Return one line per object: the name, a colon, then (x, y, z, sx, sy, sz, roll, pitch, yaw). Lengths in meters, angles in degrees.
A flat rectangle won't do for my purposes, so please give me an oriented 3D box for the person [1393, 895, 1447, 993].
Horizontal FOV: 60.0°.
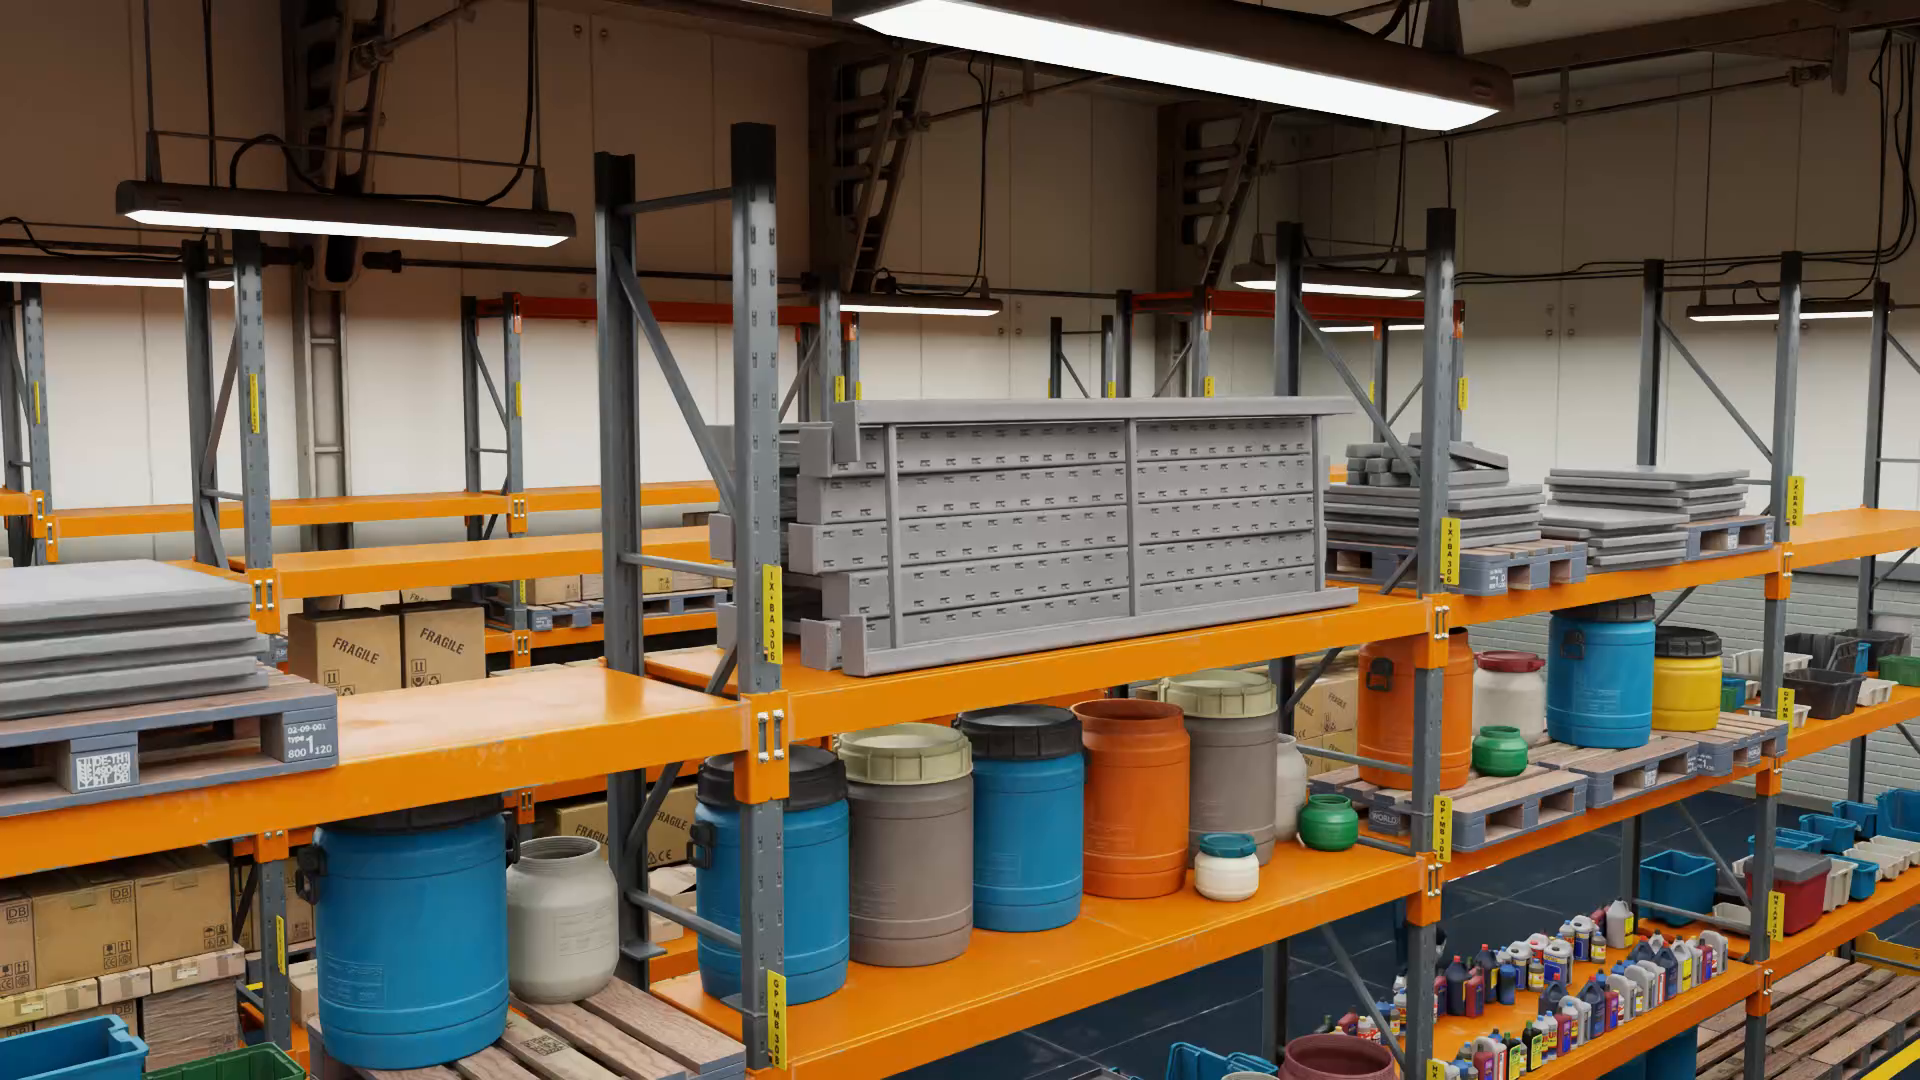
person: (3.959, 3.031, 14.357, 0.513, 1.582, 0.856, 4, 7, 37)
